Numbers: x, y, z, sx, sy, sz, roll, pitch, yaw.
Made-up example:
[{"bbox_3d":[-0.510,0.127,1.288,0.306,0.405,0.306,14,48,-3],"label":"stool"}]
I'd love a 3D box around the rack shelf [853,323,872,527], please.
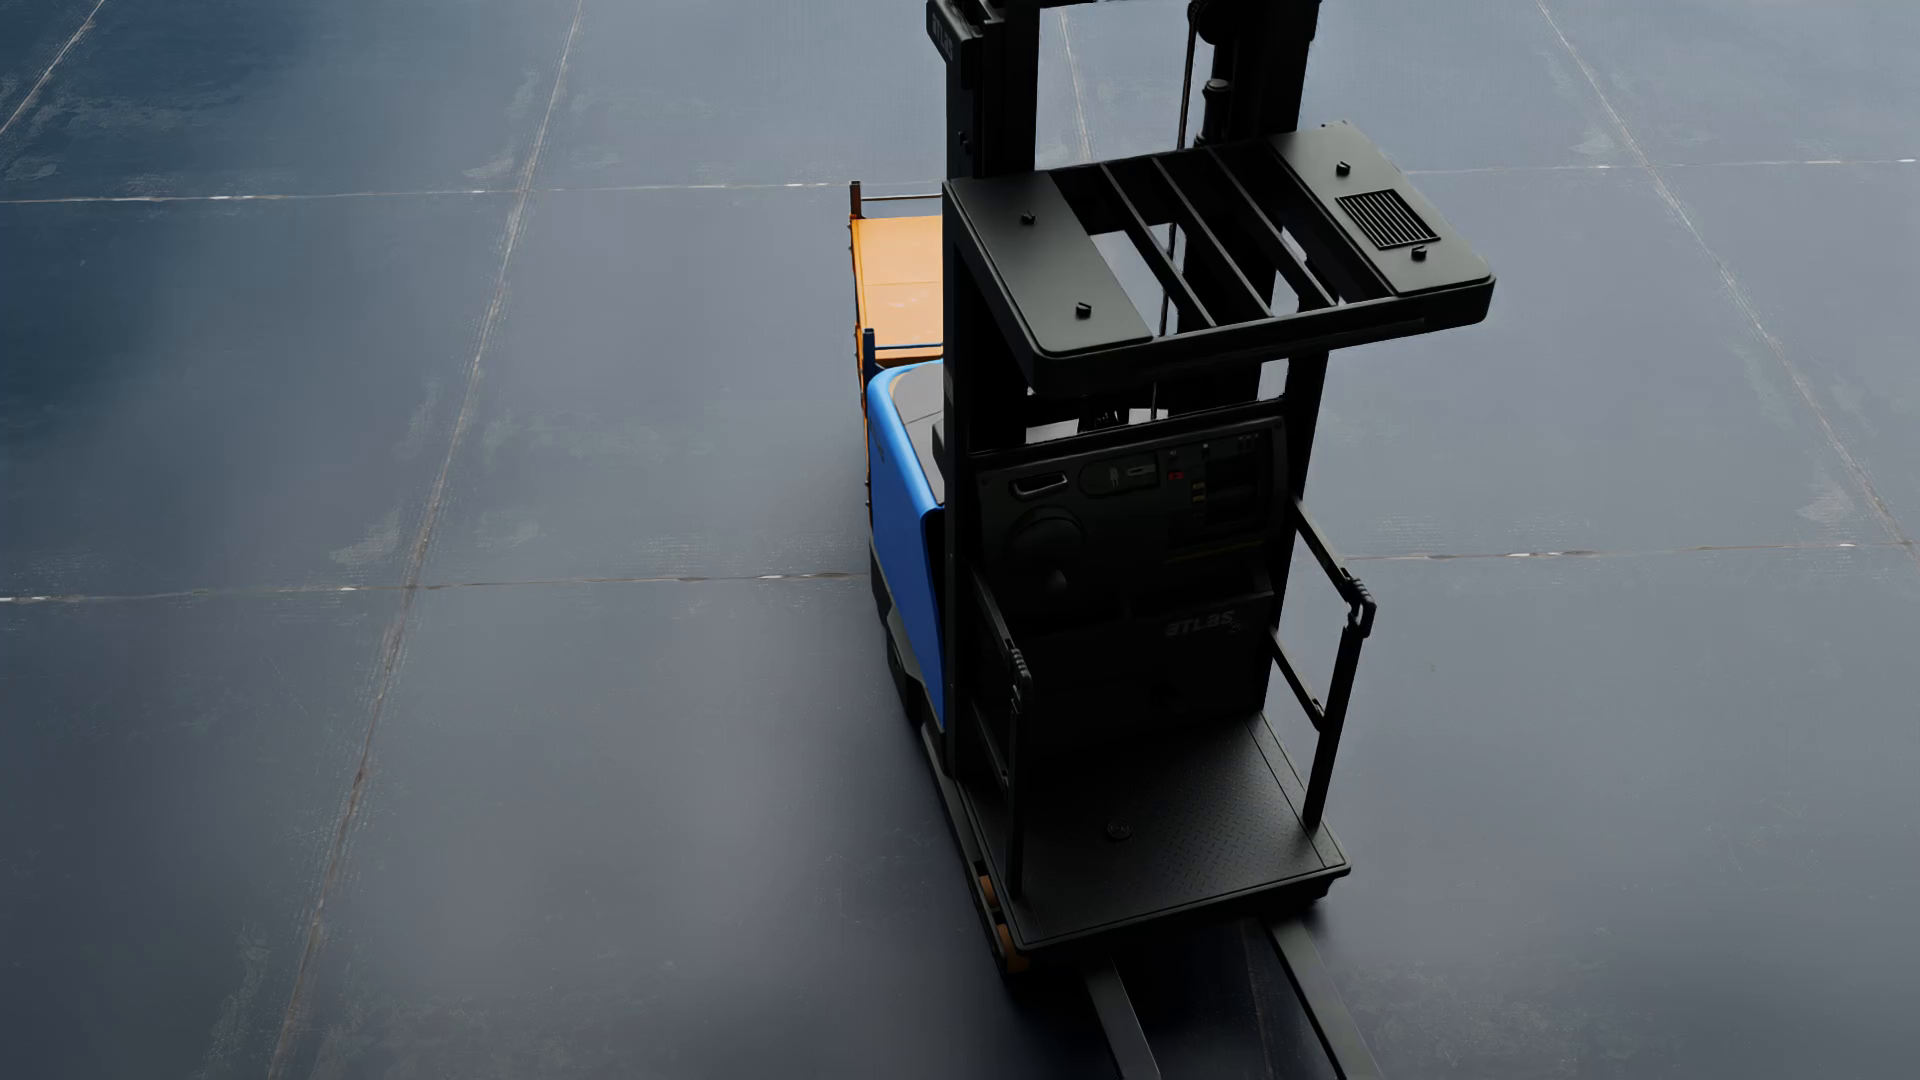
[{"bbox_3d":[-0.145,-0.505,6.830,0.538,0.278,1.000,-4,43,-4],"label":"rack shelf"}]

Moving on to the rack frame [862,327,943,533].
[{"bbox_3d":[-0.098,-0.343,6.292,0.500,1.125,0.032,-4,43,-4],"label":"rack frame"}]

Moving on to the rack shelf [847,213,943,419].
[{"bbox_3d":[-0.145,-0.901,6.467,0.538,0.278,1.000,-4,43,-4],"label":"rack shelf"}]

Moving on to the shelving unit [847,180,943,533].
[{"bbox_3d":[-0.145,-0.685,6.665,0.538,1.125,1.048,-4,43,-4],"label":"shelving unit"}]

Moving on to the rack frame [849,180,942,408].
[{"bbox_3d":[-0.192,-1.027,7.038,0.500,1.125,0.032,-4,43,-4],"label":"rack frame"}]

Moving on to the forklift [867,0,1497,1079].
[{"bbox_3d":[0.561,-0.015,4.597,1.130,2.935,3.031,-11,44,-12],"label":"forklift"}]
